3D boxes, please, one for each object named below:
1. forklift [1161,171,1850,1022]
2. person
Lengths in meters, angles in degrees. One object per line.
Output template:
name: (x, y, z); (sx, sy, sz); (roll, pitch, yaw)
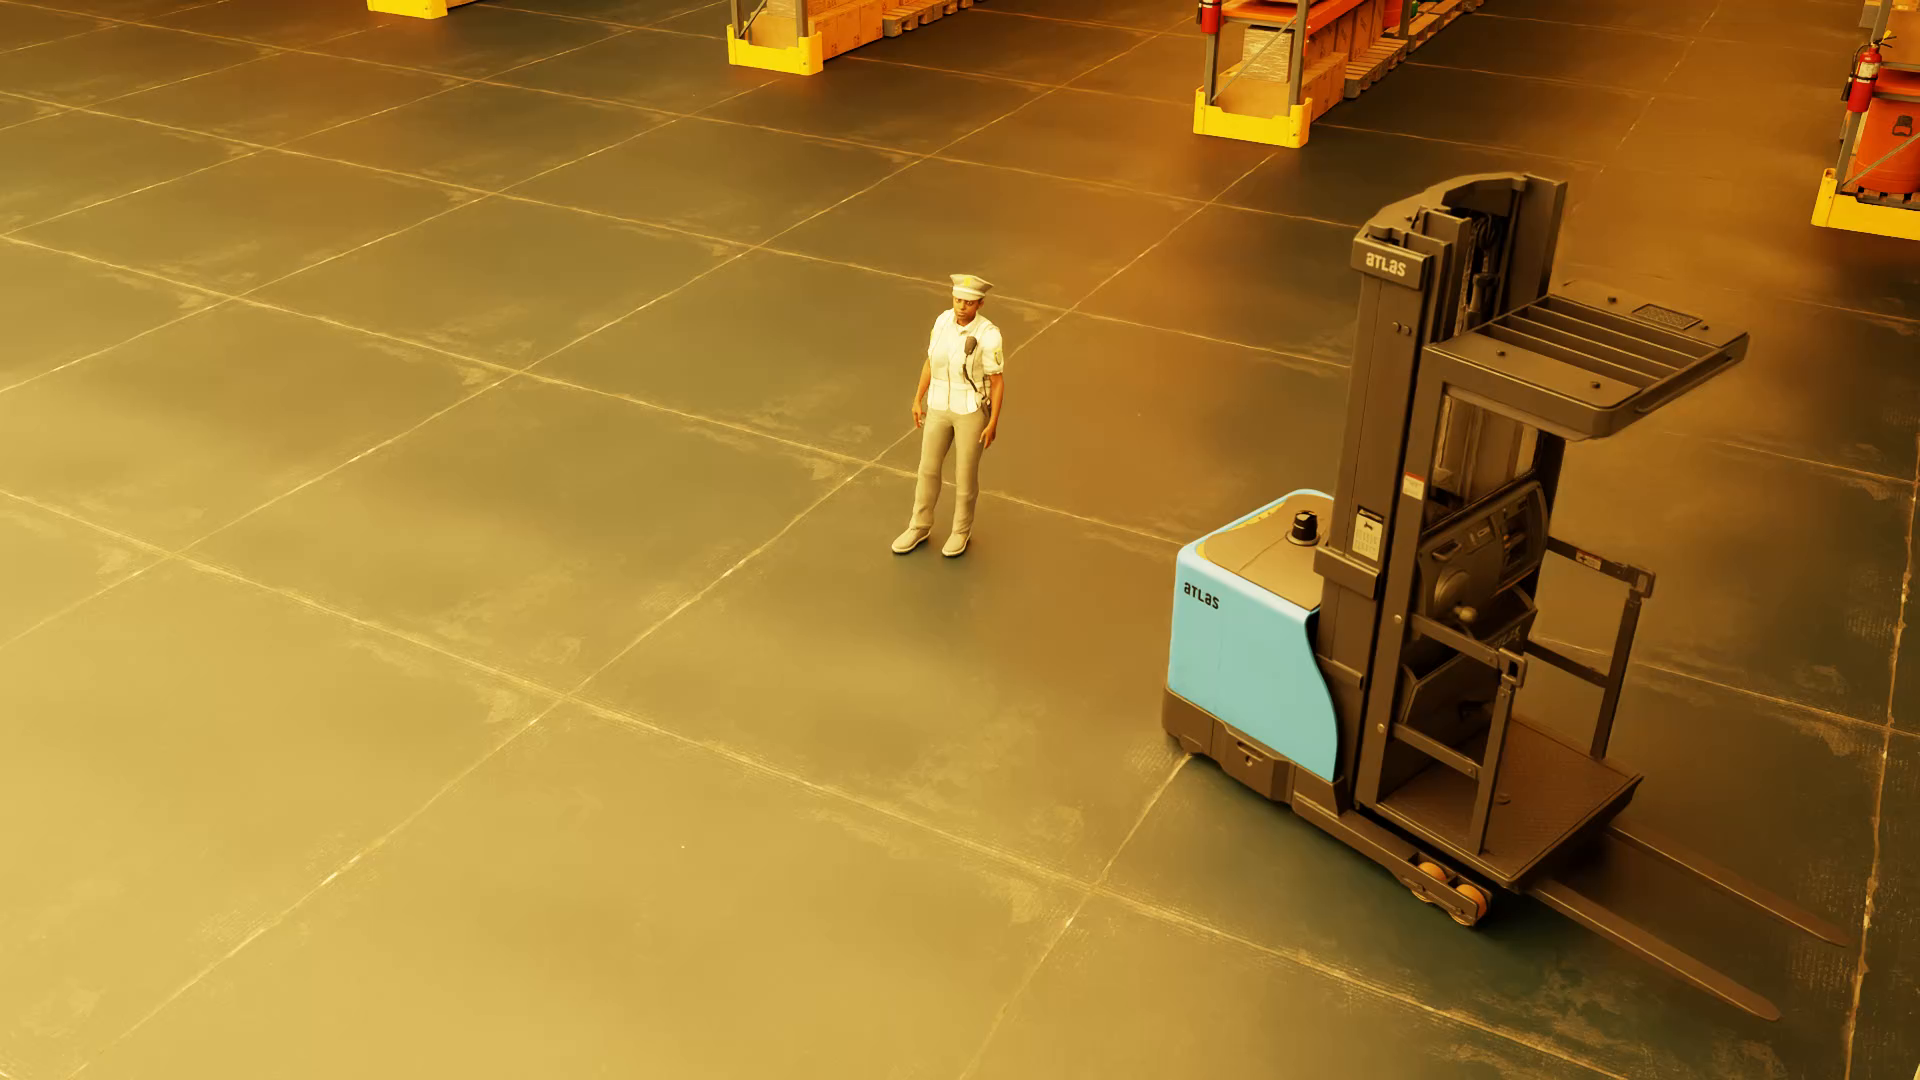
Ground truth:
forklift: (2.358, 0.093, 6.910); (1.130, 2.935, 3.031); (-24, 38, -35)
person: (-0.053, -0.712, 9.526); (0.570, 1.697, 0.528); (15, 33, 25)
